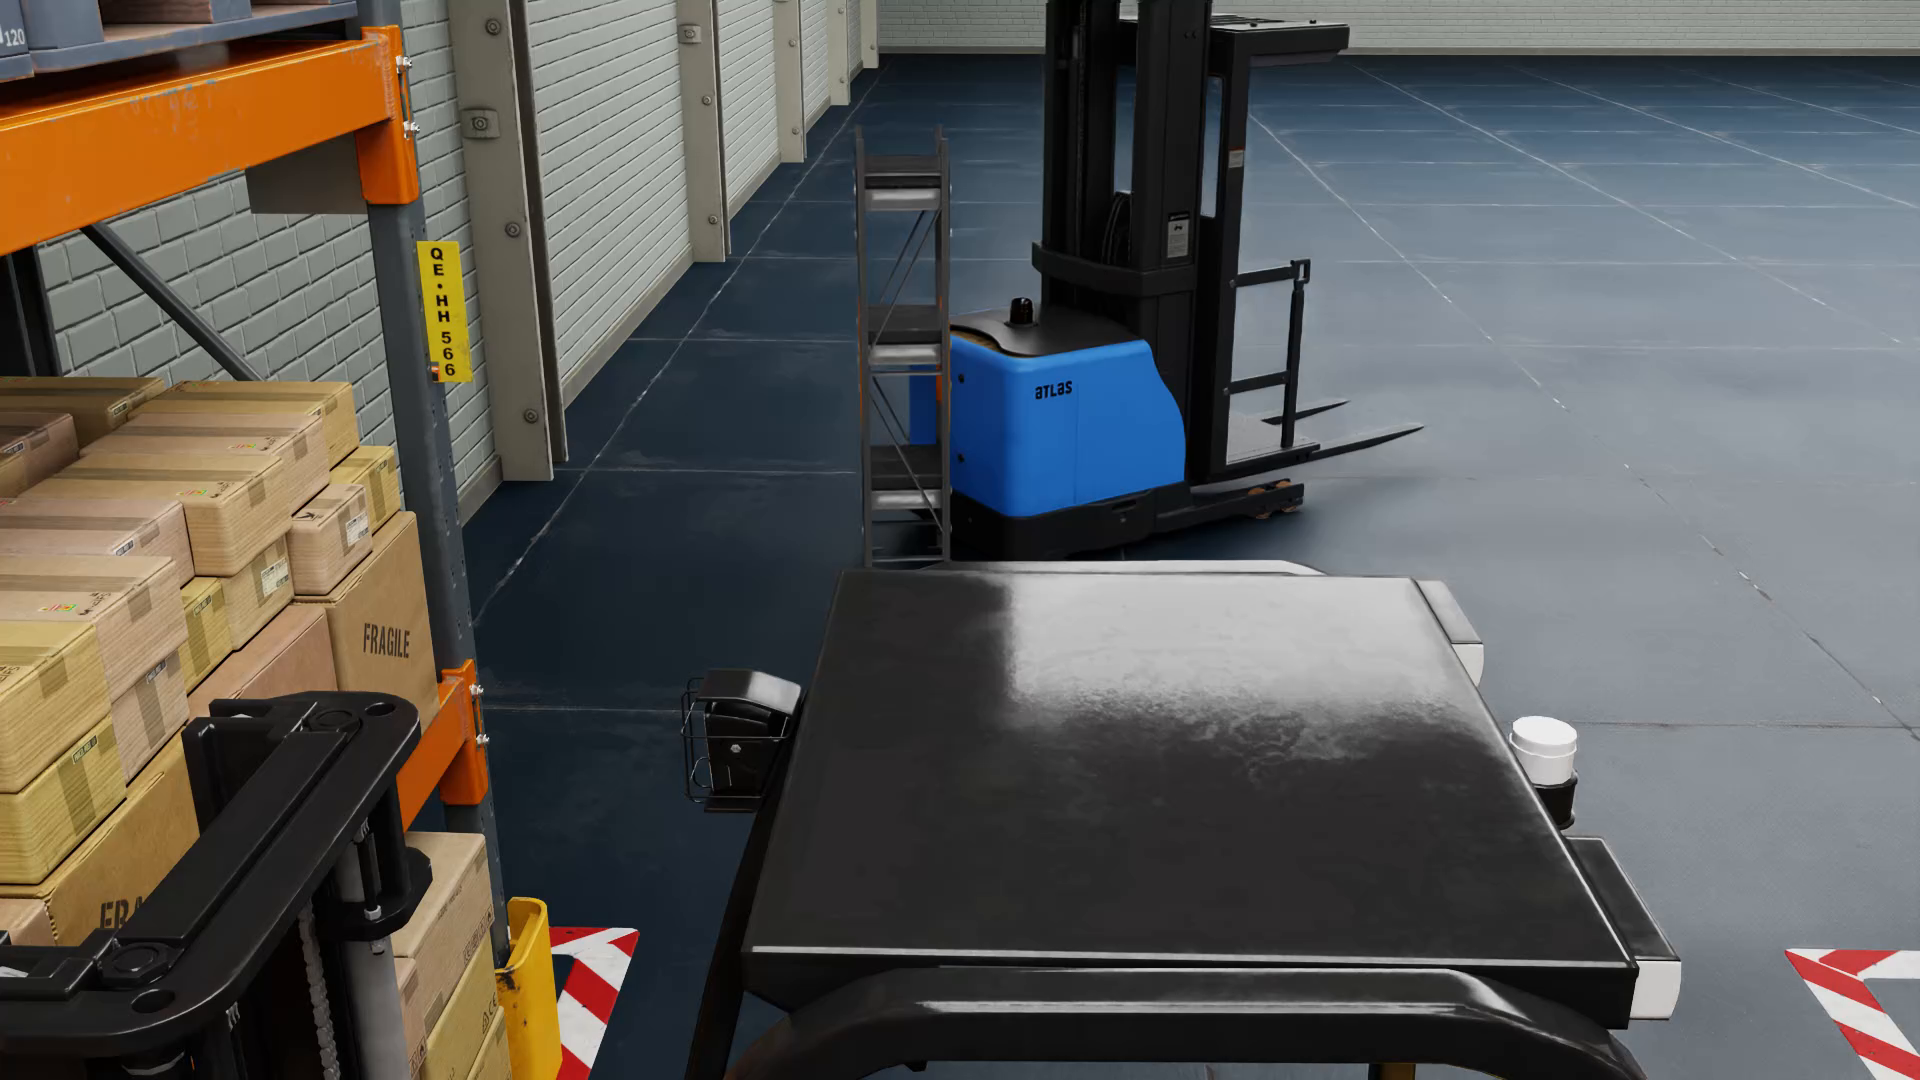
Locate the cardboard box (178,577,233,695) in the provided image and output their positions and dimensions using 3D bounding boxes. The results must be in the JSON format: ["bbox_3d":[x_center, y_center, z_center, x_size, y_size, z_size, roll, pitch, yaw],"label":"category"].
[{"bbox_3d":[-1.514,0.177,2.892,0.380,0.149,0.250,0,21,1],"label":"cardboard box"}]

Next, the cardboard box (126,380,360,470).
[{"bbox_3d":[-1.517,-0.234,3.539,0.380,0.149,0.250,1,21,2],"label":"cardboard box"}]

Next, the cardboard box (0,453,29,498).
[{"bbox_3d":[-1.977,-0.057,3.082,0.380,0.149,0.250,1,21,3],"label":"cardboard box"}]

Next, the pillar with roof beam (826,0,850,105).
[{"bbox_3d":[2.394,-11.063,24.602,9.100,9.000,0.400,1,21,2],"label":"pillar with roof beam"}]

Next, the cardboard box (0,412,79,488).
[{"bbox_3d":[-2.012,-0.151,3.326,0.380,0.149,0.250,1,21,3],"label":"cardboard box"}]

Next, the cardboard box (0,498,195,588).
[{"bbox_3d":[-1.557,0.040,2.834,0.380,0.149,0.250,1,21,2],"label":"cardboard box"}]

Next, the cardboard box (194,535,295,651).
[{"bbox_3d":[-1.495,0.087,3.122,0.380,0.149,0.250,1,21,3],"label":"cardboard box"}]

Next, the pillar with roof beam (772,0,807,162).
[{"bbox_3d":[2.211,-8.894,19.011,9.100,9.000,0.400,1,21,2],"label":"pillar with roof beam"}]

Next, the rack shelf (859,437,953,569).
[{"bbox_3d":[-0.267,-0.178,8.057,0.431,0.518,0.480,-1,21,-4],"label":"rack shelf"}]

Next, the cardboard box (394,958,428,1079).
[{"bbox_3d":[-1.429,1.097,3.394,0.500,0.250,0.500,1,21,3],"label":"cardboard box"}]

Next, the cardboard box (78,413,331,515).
[{"bbox_3d":[-1.494,-0.144,3.308,0.380,0.149,0.250,1,21,2],"label":"cardboard box"}]

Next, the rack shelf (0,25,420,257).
[{"bbox_3d":[-1.778,-0.218,1.792,1.077,0.370,4.000,1,21,2],"label":"rack shelf"}]

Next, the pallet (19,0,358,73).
[{"bbox_3d":[-1.765,-0.980,2.883,1.003,0.211,1.213,1,21,2],"label":"pallet"}]

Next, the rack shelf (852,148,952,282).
[{"bbox_3d":[-0.267,-1.483,7.551,0.431,0.518,0.480,-1,21,-4],"label":"rack shelf"}]

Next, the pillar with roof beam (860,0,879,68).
[{"bbox_3d":[2.576,-13.233,30.193,9.100,9.000,0.400,1,21,2],"label":"pillar with roof beam"}]

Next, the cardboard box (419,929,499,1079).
[{"bbox_3d":[-1.420,1.154,3.936,0.500,0.250,0.500,0,21,1],"label":"cardboard box"}]

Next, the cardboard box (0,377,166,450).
[{"bbox_3d":[-1.941,-0.247,3.572,0.380,0.149,0.250,0,21,1],"label":"cardboard box"}]

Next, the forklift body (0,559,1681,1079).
[{"bbox_3d":[0.049,1.223,2.403,2.313,2.155,1.214,1,21,2],"label":"forklift body"}]

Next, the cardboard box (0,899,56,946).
[{"bbox_3d":[-1.514,0.811,2.154,0.500,0.500,0.500,1,21,2],"label":"cardboard box"}]

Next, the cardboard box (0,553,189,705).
[{"bbox_3d":[-1.454,0.135,2.588,0.380,0.149,0.250,1,21,3],"label":"cardboard box"}]

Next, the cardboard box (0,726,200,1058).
[{"bbox_3d":[-1.510,0.629,2.623,0.500,0.500,0.500,0,21,1],"label":"cardboard box"}]

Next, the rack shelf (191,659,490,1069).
[{"bbox_3d":[-1.778,1.181,2.334,1.077,0.370,4.000,1,21,2],"label":"rack shelf"}]

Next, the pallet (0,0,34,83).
[{"bbox_3d":[-1.799,-0.538,1.743,1.003,0.211,1.213,1,21,2],"label":"pallet"}]

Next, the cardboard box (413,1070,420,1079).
[{"bbox_3d":[-1.446,1.336,3.469,0.500,0.250,0.500,0,21,1],"label":"cardboard box"}]

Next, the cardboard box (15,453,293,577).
[{"bbox_3d":[-1.475,-0.049,3.063,0.380,0.149,0.250,1,21,3],"label":"cardboard box"}]

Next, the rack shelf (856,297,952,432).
[{"bbox_3d":[-0.267,-0.830,7.804,0.431,0.518,0.480,-1,21,-4],"label":"rack shelf"}]

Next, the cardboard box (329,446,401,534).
[{"bbox_3d":[-1.448,-0.099,3.601,0.380,0.149,0.250,1,21,2],"label":"cardboard box"}]

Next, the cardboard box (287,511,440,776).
[{"bbox_3d":[-1.470,0.256,3.584,0.500,0.500,0.500,0,21,0],"label":"cardboard box"}]

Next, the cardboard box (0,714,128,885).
[{"bbox_3d":[-1.462,0.366,2.405,0.380,0.149,0.250,1,21,2],"label":"cardboard box"}]

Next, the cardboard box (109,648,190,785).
[{"bbox_3d":[-1.475,0.274,2.641,0.380,0.149,0.250,0,21,0],"label":"cardboard box"}]

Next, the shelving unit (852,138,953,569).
[{"bbox_3d":[-0.266,-0.842,7.797,0.431,2.100,0.499,-1,21,-4],"label":"shelving unit"}]

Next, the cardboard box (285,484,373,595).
[{"bbox_3d":[-1.426,-0.006,3.362,0.380,0.149,0.250,1,21,2],"label":"cardboard box"}]

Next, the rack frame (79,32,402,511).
[{"bbox_3d":[-1.714,0.122,4.068,0.949,2.616,0.053,1,21,2],"label":"rack frame"}]

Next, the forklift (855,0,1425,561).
[{"bbox_3d":[1.073,-1.582,8.553,3.425,2.935,1.130,-13,25,-31],"label":"forklift"}]

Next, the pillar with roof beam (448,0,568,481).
[{"bbox_3d":[1.846,-4.555,7.828,9.100,9.000,0.400,1,21,2],"label":"pillar with roof beam"}]

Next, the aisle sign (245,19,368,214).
[{"bbox_3d":[-1.422,-1.110,3.650,0.394,0.787,0.004,1,21,2],"label":"aisle sign"}]

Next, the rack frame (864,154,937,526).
[{"bbox_3d":[-0.285,-0.931,8.026,0.380,1.831,0.006,-1,21,-4],"label":"rack frame"}]

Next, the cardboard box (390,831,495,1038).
[{"bbox_3d":[-1.419,0.912,3.870,0.500,0.250,0.500,1,21,3],"label":"cardboard box"}]

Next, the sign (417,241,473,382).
[{"bbox_3d":[-1.175,-0.517,3.787,0.100,0.325,0.005,1,21,2],"label":"sign"}]

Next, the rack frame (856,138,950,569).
[{"bbox_3d":[-0.249,-0.755,7.572,0.400,2.100,0.015,-1,21,-4],"label":"rack frame"}]
